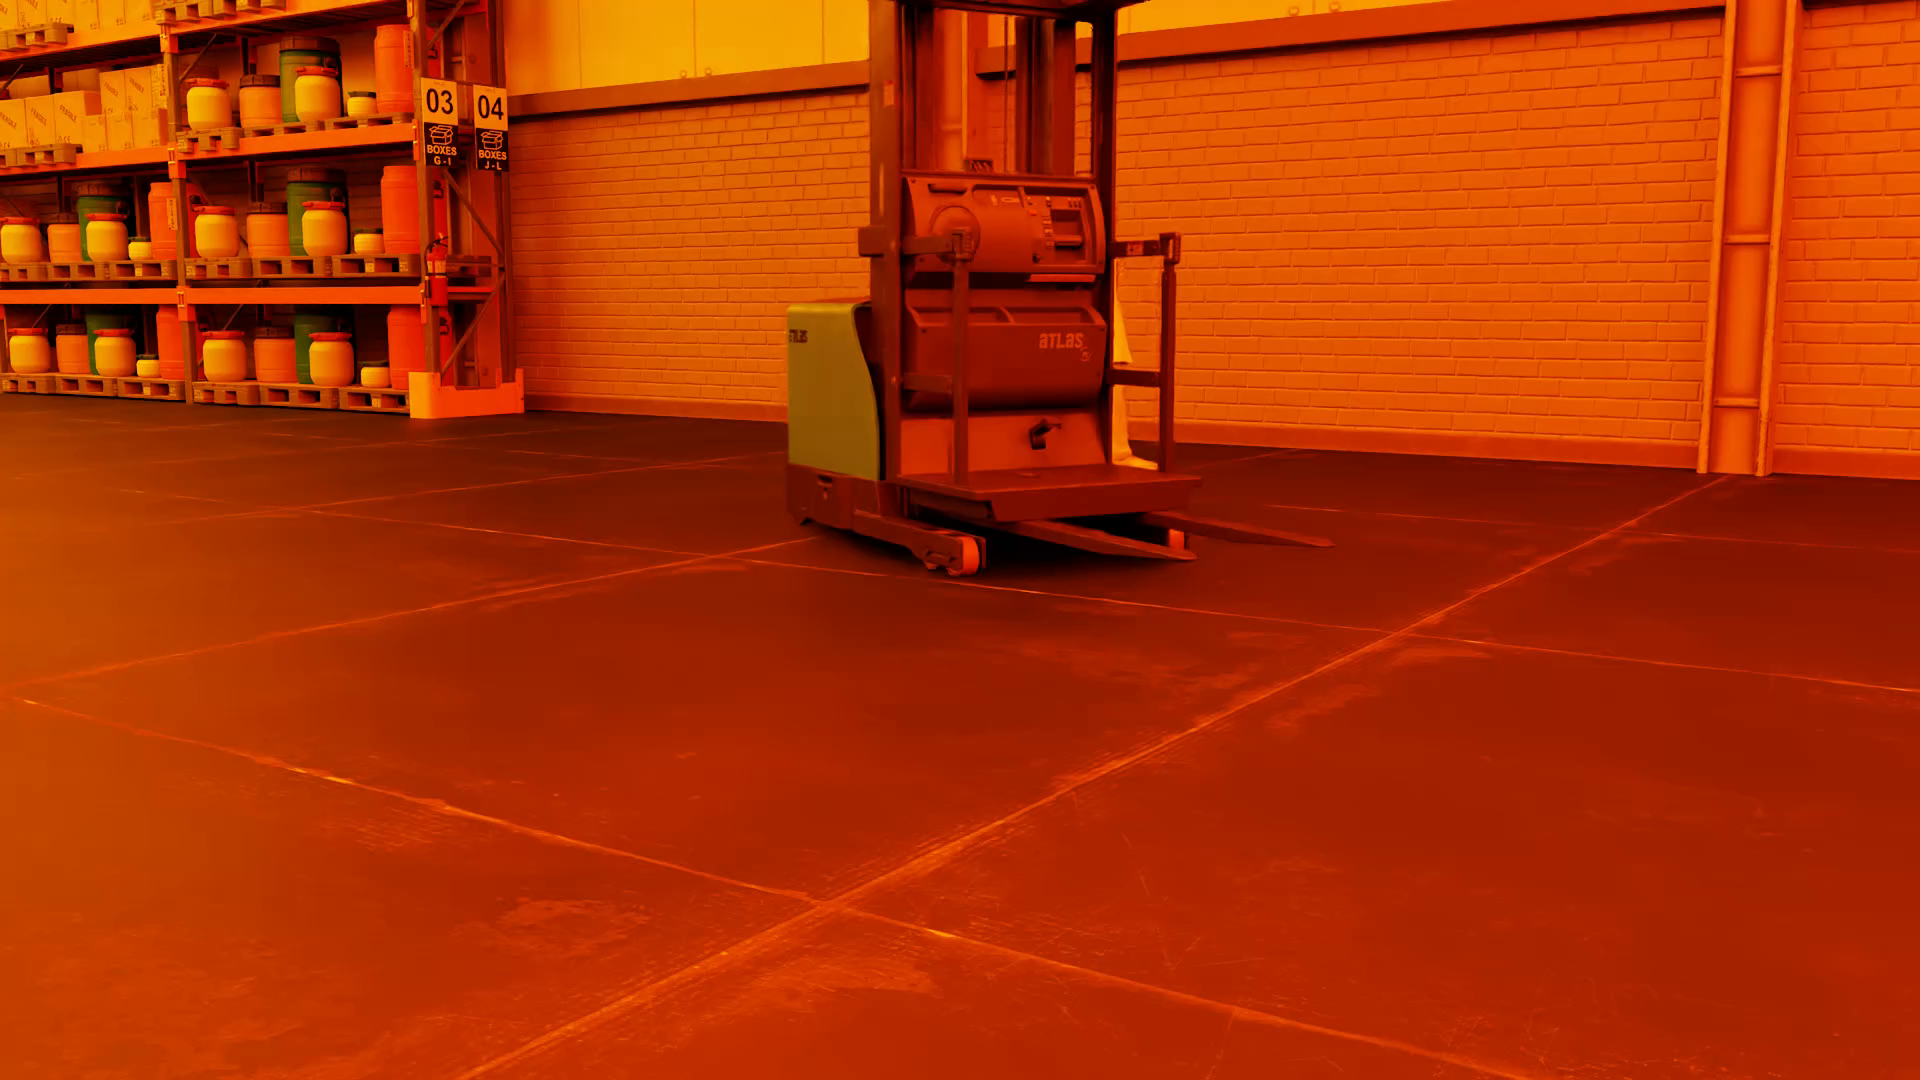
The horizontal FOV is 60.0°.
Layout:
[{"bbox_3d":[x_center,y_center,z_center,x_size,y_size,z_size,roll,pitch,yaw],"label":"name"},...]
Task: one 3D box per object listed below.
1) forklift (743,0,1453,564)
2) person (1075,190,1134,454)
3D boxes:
[{"bbox_3d":[0.615,-1.433,7.271,3.031,2.935,1.130,2,8,13],"label":"forklift"},{"bbox_3d":[1.000,-1.341,10.673,0.582,1.777,0.696,1,8,6],"label":"person"}]
